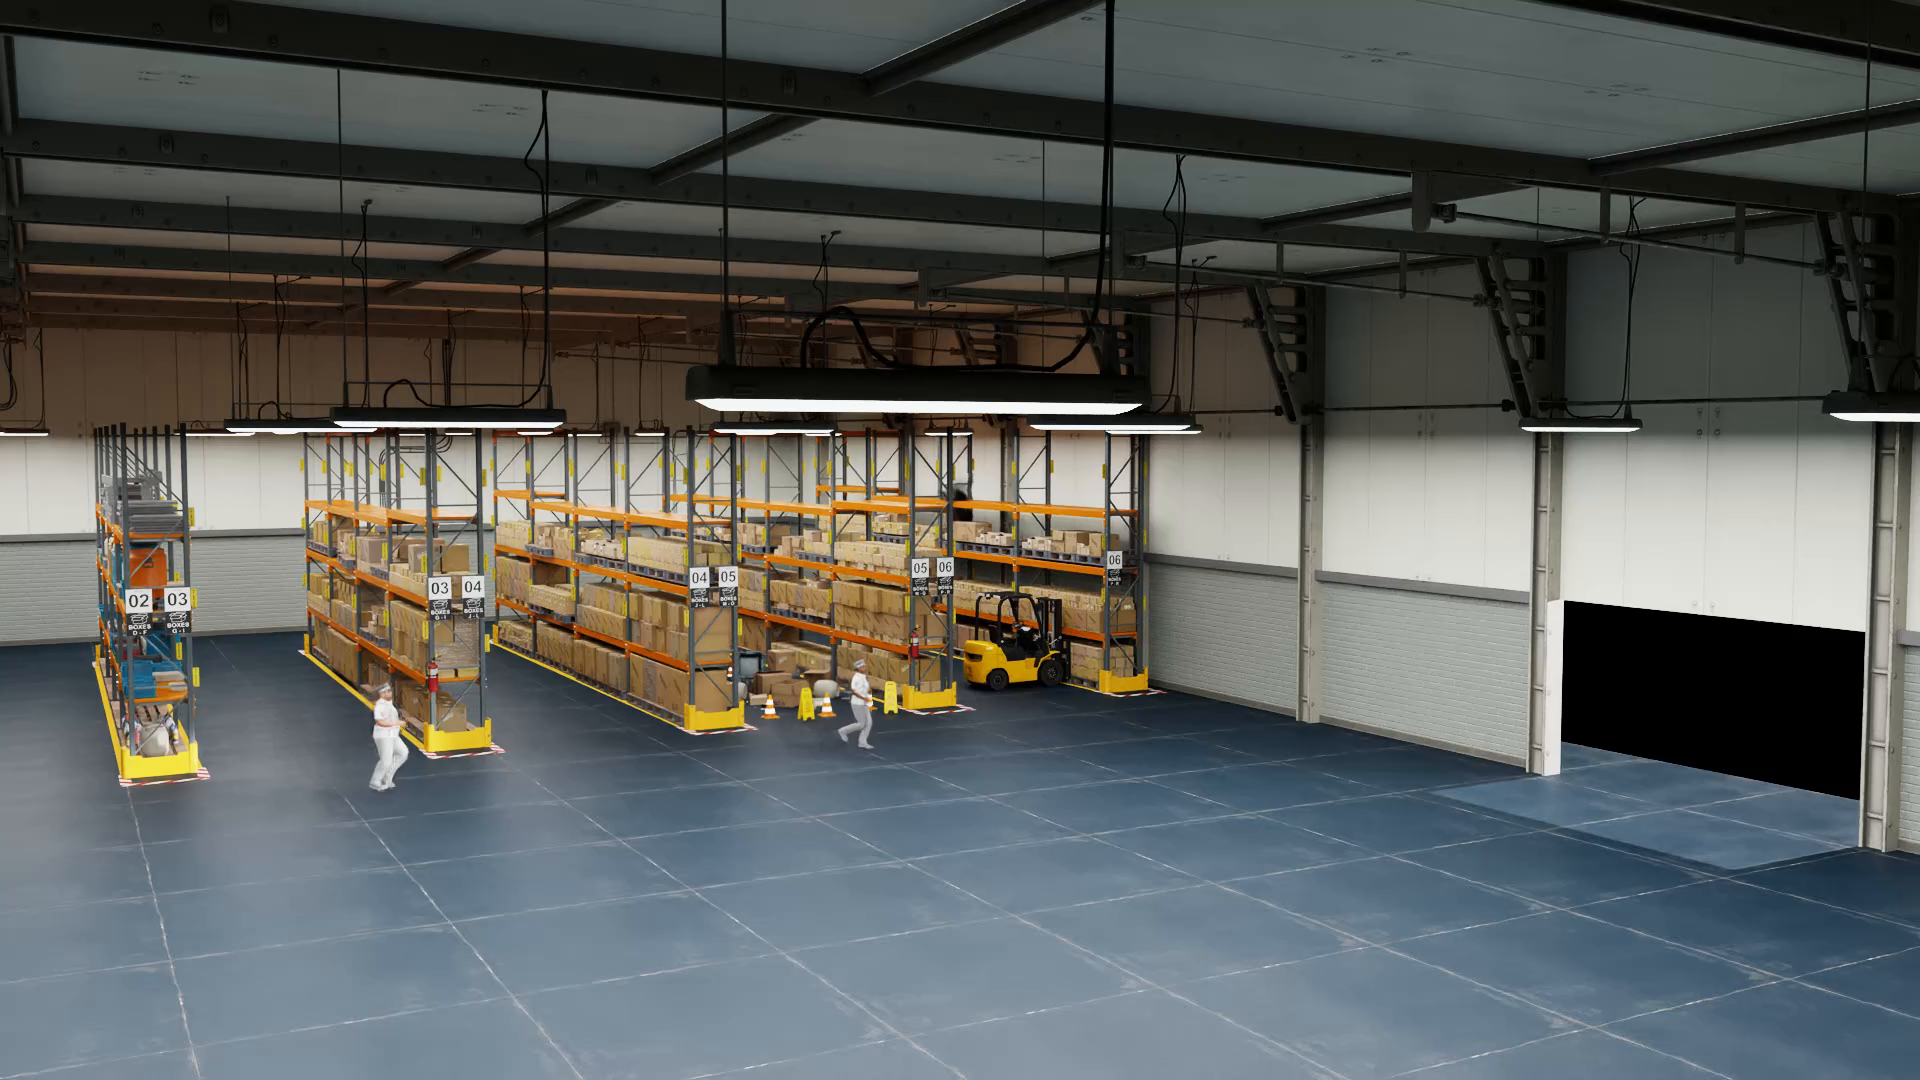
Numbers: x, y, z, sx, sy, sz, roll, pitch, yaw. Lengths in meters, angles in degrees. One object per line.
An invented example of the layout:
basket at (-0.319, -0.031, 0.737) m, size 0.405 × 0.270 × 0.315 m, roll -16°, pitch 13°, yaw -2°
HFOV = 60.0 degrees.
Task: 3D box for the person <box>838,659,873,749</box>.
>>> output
person at (-1.927, 3.035, 30.875) m, size 0.656 × 1.676 × 0.574 m, roll 1°, pitch 4°, yaw 12°

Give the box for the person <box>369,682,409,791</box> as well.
person at (-9.305, 3.200, 27.056) m, size 0.638 × 1.790 × 0.726 m, roll 0°, pitch 3°, yaw -3°
